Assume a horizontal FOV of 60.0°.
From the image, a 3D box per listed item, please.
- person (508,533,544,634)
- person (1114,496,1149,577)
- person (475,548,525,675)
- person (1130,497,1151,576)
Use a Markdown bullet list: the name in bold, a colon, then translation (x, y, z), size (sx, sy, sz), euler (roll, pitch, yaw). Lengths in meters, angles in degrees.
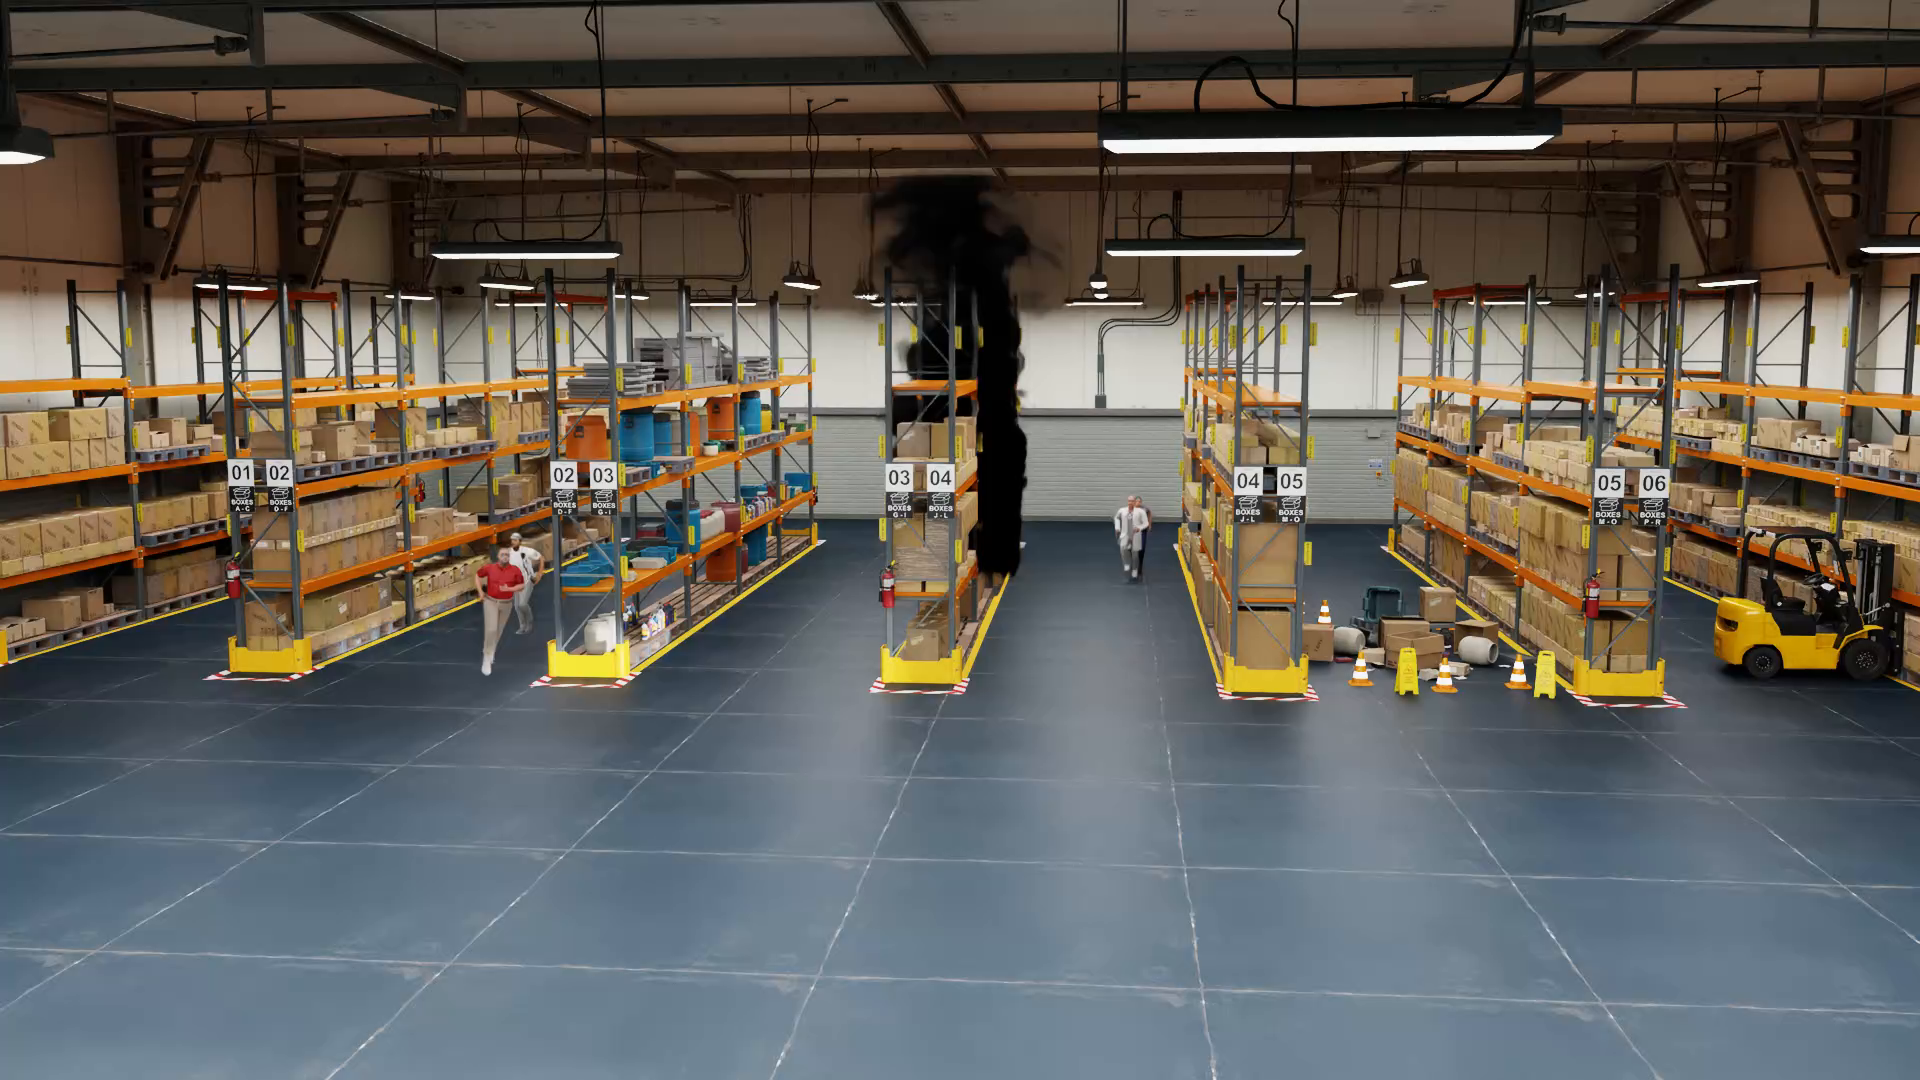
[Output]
- **person**: translation (-6.976, 0.709, 26.423), size (0.628, 1.639, 0.697), euler (1, 7, 11)
- **person**: translation (3.499, -0.051, 34.089), size (0.727, 1.729, 1.034), euler (1, 7, 11)
- **person**: translation (-6.652, 0.995, 24.023), size (0.684, 1.796, 0.670), euler (-4, 8, -29)
- **person**: translation (3.771, -0.086, 35.415), size (0.627, 1.677, 0.858), euler (0, 7, 0)
